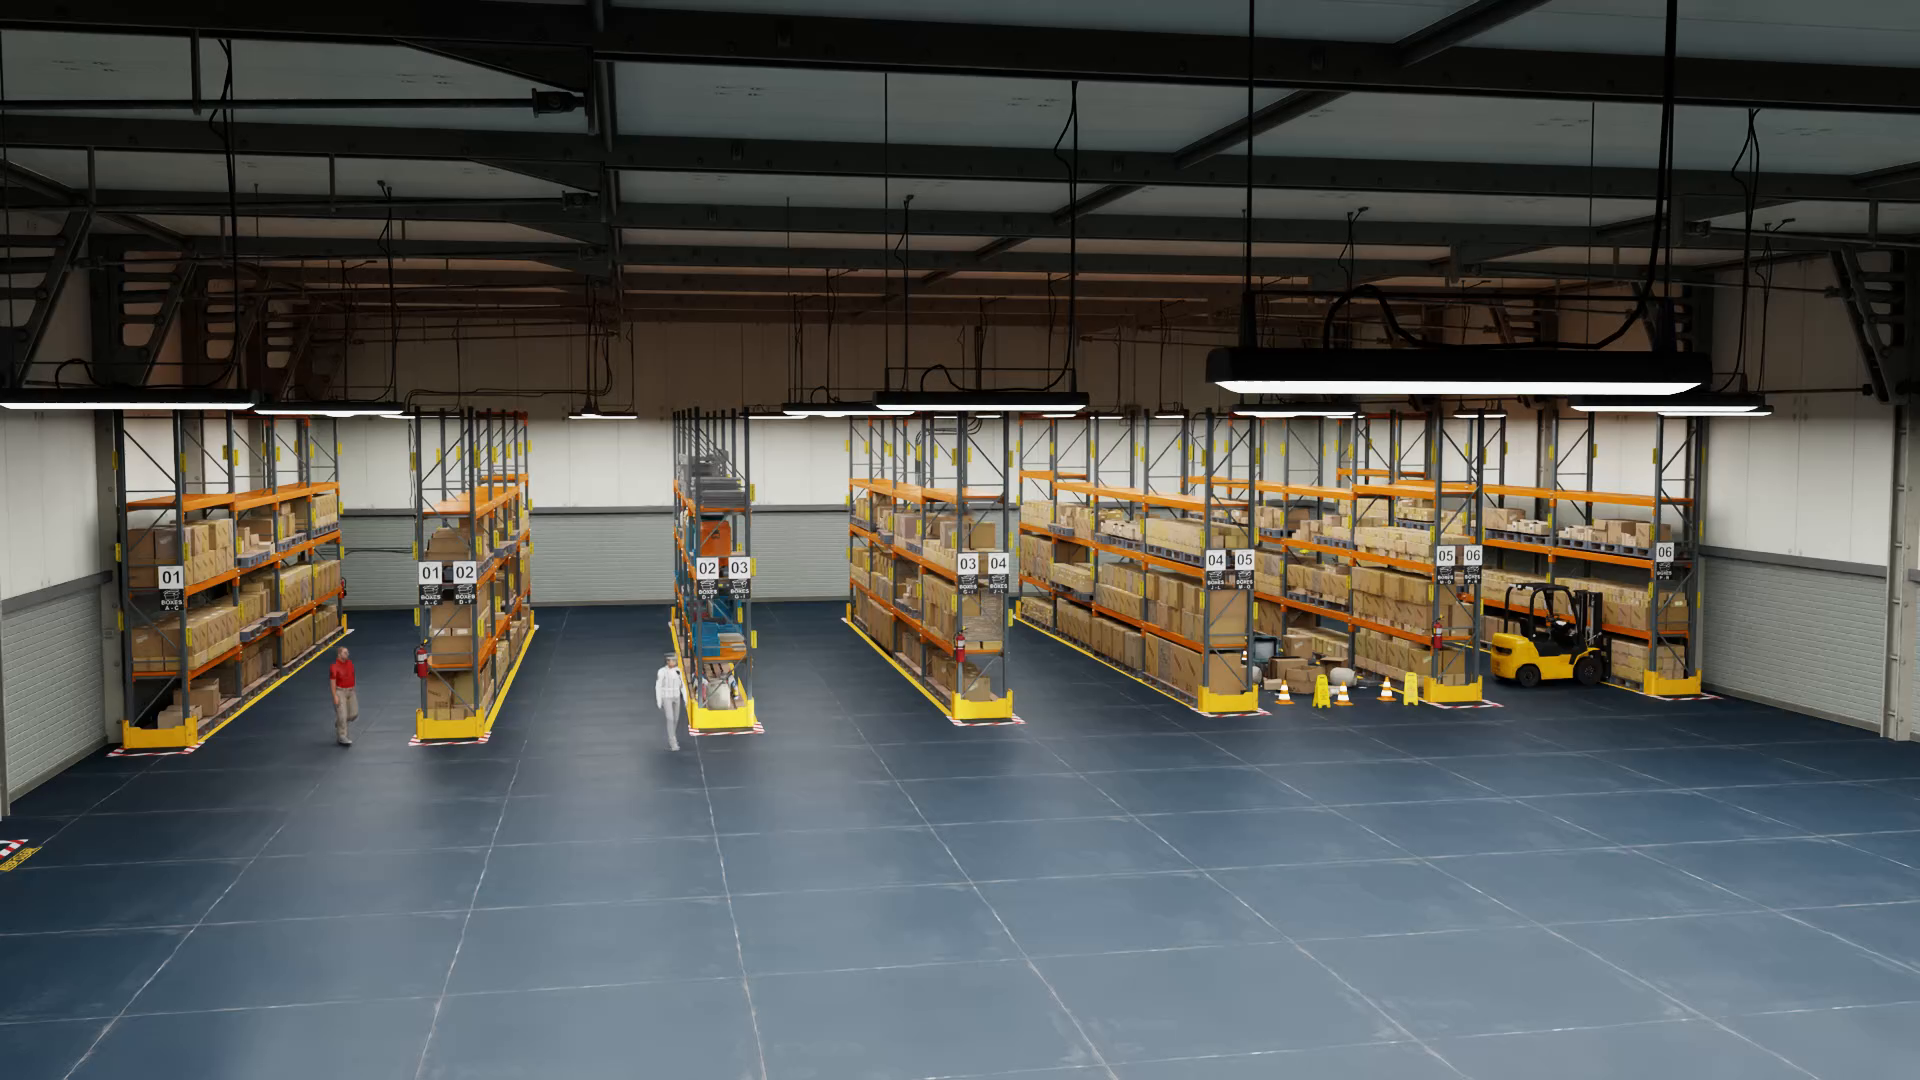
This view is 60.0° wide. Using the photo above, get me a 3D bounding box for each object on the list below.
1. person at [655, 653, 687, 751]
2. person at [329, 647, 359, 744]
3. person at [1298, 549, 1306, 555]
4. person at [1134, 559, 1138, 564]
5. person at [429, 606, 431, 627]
[{"bbox_3d":[-5.025,2.833,29.270,0.512,1.675,0.743,-3,5,-39],"label":"person"},{"bbox_3d":[-11.024,2.742,29.603,0.637,1.708,0.534,3,5,32],"label":"person"},{"bbox_3d":[10.699,1.150,51.785,0.636,1.758,0.588,-1,4,-16],"label":"person"},{"bbox_3d":[5.338,1.326,50.415,1.014,1.611,0.501,-1,4,-17],"label":"person"},{"bbox_3d":[-14.208,1.697,44.897,0.474,1.673,0.473,3,5,34],"label":"person"}]
